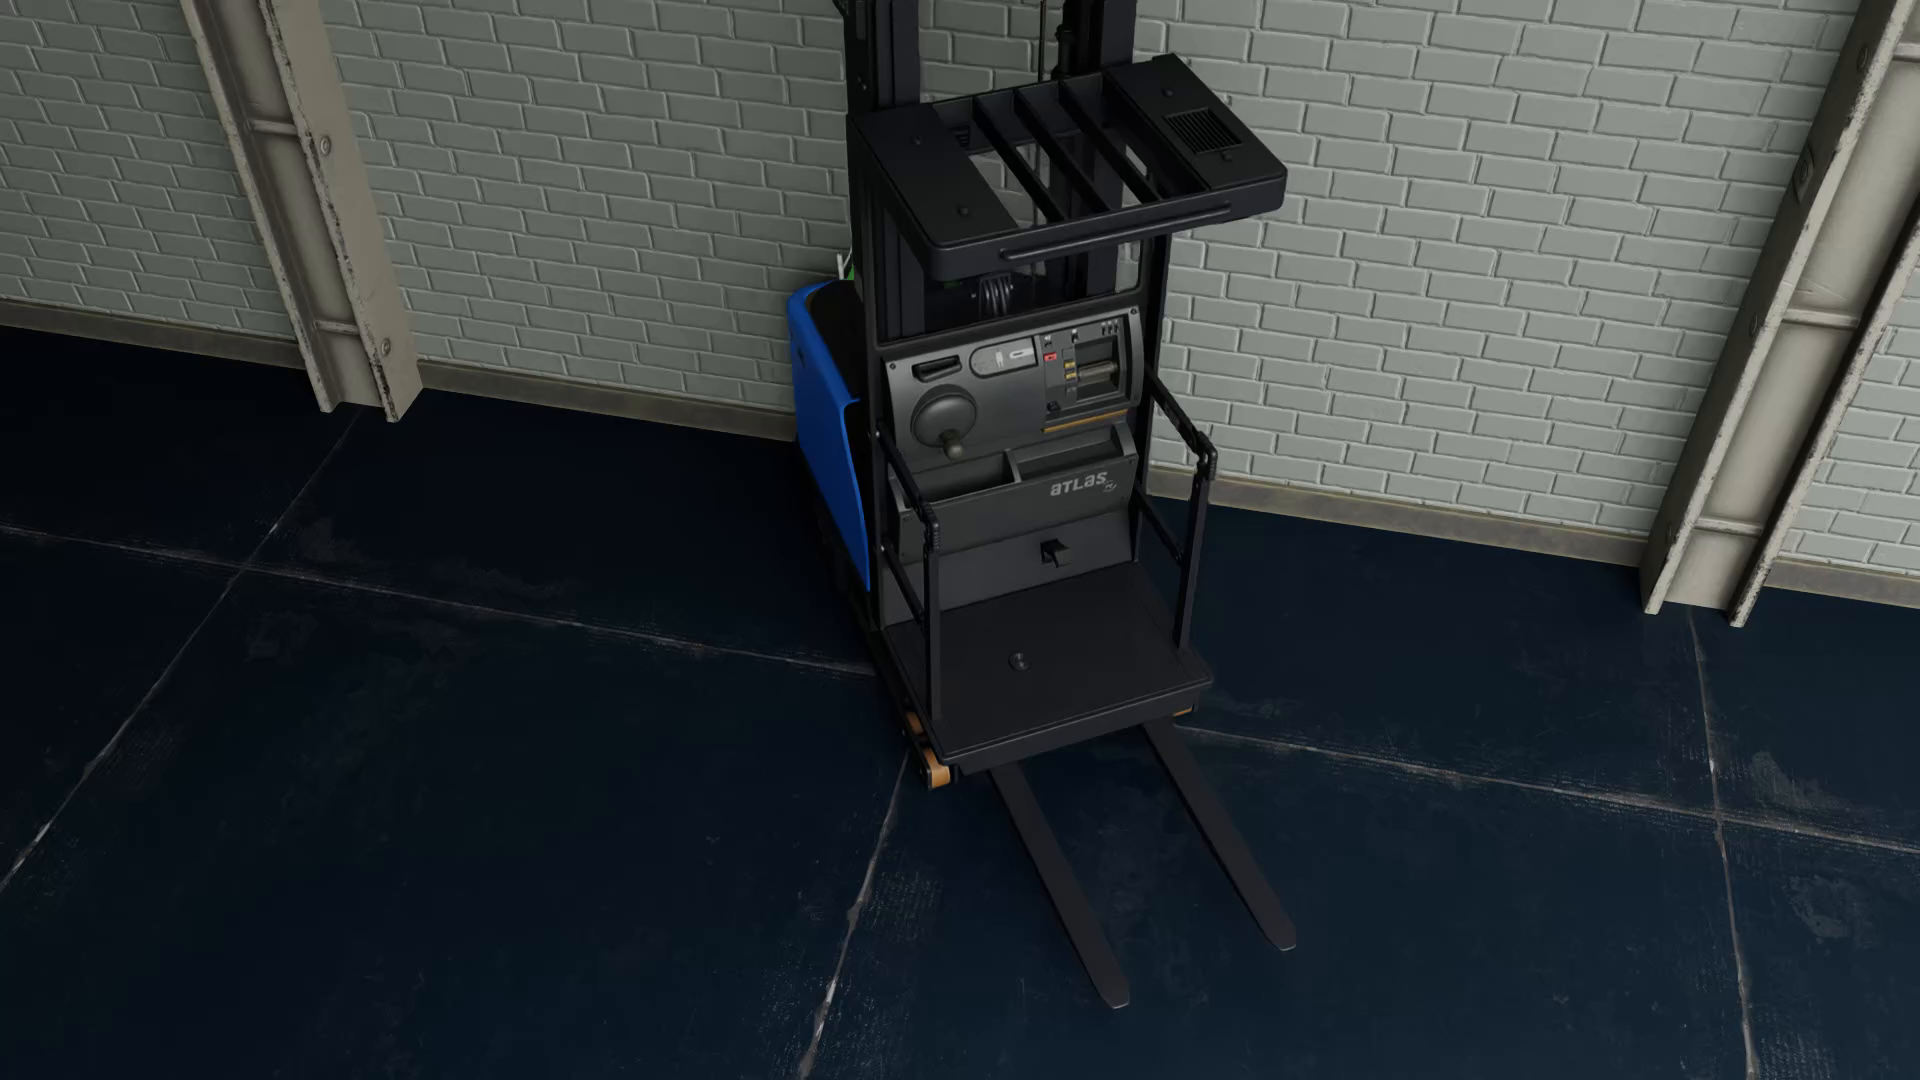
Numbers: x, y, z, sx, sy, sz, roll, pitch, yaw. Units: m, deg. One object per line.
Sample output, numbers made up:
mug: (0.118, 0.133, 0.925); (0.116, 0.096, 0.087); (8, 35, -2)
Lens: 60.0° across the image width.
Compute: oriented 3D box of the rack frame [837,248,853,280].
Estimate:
rack frame: (-0.429, -0.770, 7.140); (0.015, 1.200, 0.240); (6, 43, 11)

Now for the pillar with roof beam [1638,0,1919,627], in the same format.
pillar with roof beam: (2.122, -0.103, 0.828); (0.400, 9.000, 9.100); (9, 45, 9)

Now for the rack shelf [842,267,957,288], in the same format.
rack shelf: (-0.213, -1.053, 6.815); (0.480, 0.148, 0.258); (6, 43, 11)

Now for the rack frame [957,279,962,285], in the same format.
rack frame: (0.047, -0.718, 7.045); (0.015, 1.200, 0.240); (6, 43, 11)

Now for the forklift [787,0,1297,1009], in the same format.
forklift: (0.274, -0.457, 5.571); (1.130, 2.935, 3.031); (-15, 46, -15)

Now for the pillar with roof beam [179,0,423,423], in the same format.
pillar with roof beam: (-3.734, -1.011, 1.772); (0.400, 9.000, 9.100); (9, 45, 9)

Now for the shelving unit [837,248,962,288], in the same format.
shelving unit: (-0.191, -0.744, 7.093); (0.503, 1.200, 0.258); (6, 43, 11)
